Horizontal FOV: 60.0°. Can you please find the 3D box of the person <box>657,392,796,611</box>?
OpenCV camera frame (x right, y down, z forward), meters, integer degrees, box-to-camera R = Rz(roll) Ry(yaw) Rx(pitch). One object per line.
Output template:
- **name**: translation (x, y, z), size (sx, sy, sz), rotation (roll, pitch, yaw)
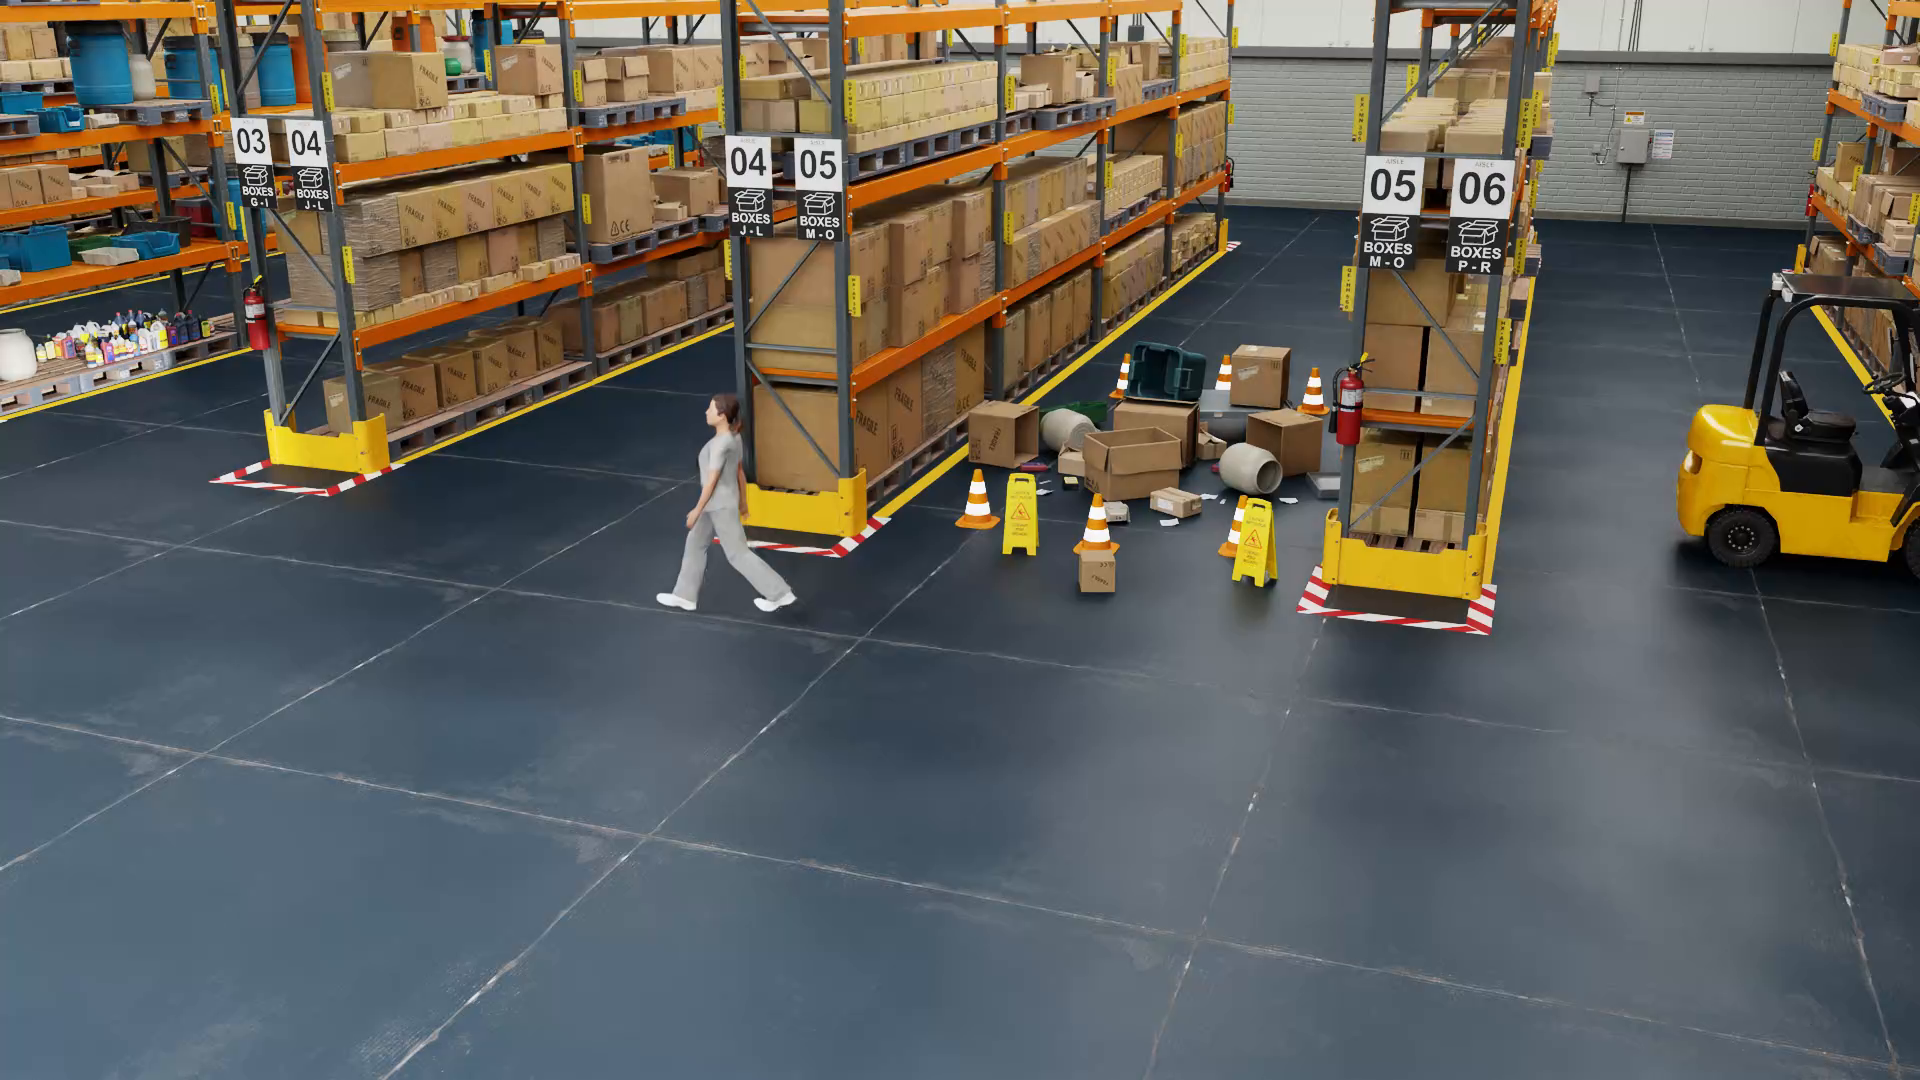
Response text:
- **person**: translation (-1.697, -0.245, 11.800), size (1.040, 1.617, 0.454), rotation (0, 19, 1)
